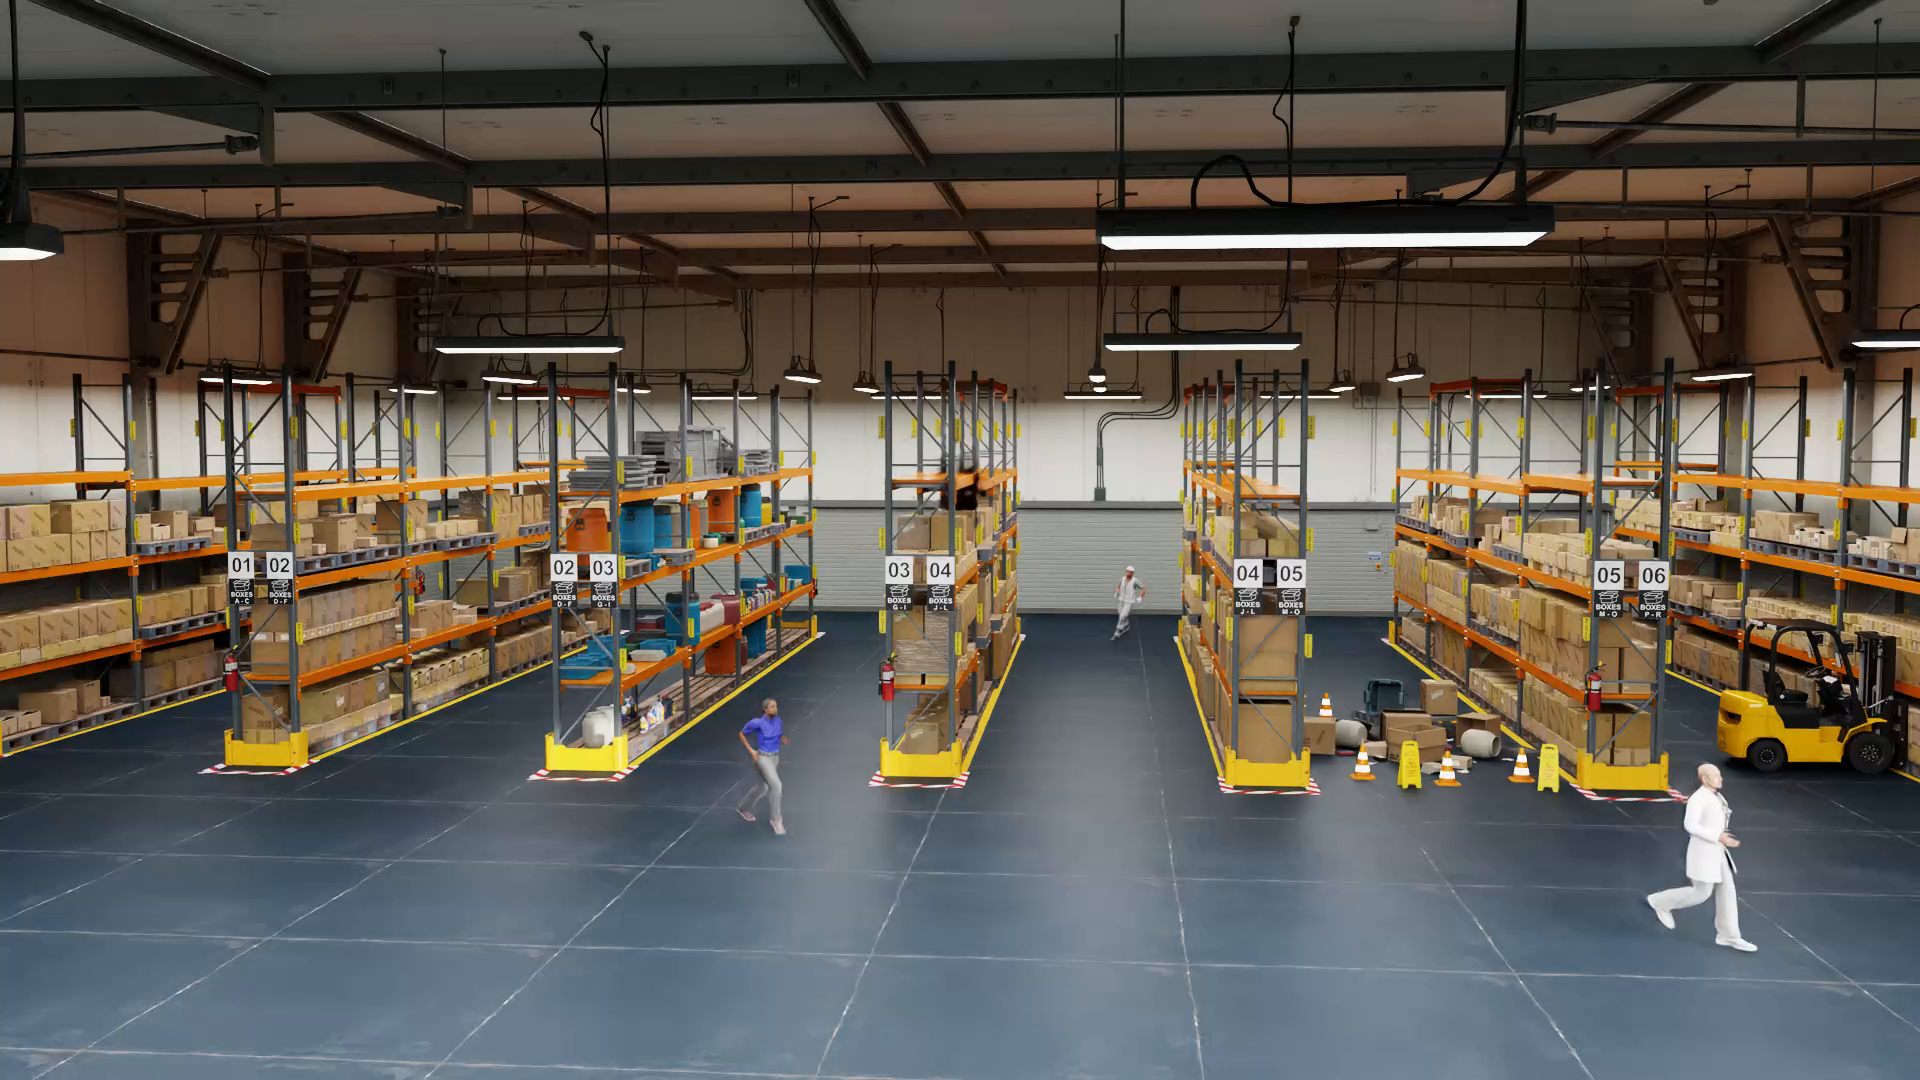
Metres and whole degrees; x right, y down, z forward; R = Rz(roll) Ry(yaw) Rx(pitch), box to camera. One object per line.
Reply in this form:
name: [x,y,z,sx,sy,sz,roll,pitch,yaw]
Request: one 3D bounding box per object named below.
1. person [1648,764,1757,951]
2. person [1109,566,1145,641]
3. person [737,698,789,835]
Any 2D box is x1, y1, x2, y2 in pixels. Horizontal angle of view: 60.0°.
person: [7.249,3.053,16.194,0.671,1.767,1.018,-4,5,-44]
person: [3.960,1.504,39.582,0.726,1.769,0.961,3,5,40]
person: [-2.458,2.868,20.889,0.844,1.624,0.548,2,4,30]
